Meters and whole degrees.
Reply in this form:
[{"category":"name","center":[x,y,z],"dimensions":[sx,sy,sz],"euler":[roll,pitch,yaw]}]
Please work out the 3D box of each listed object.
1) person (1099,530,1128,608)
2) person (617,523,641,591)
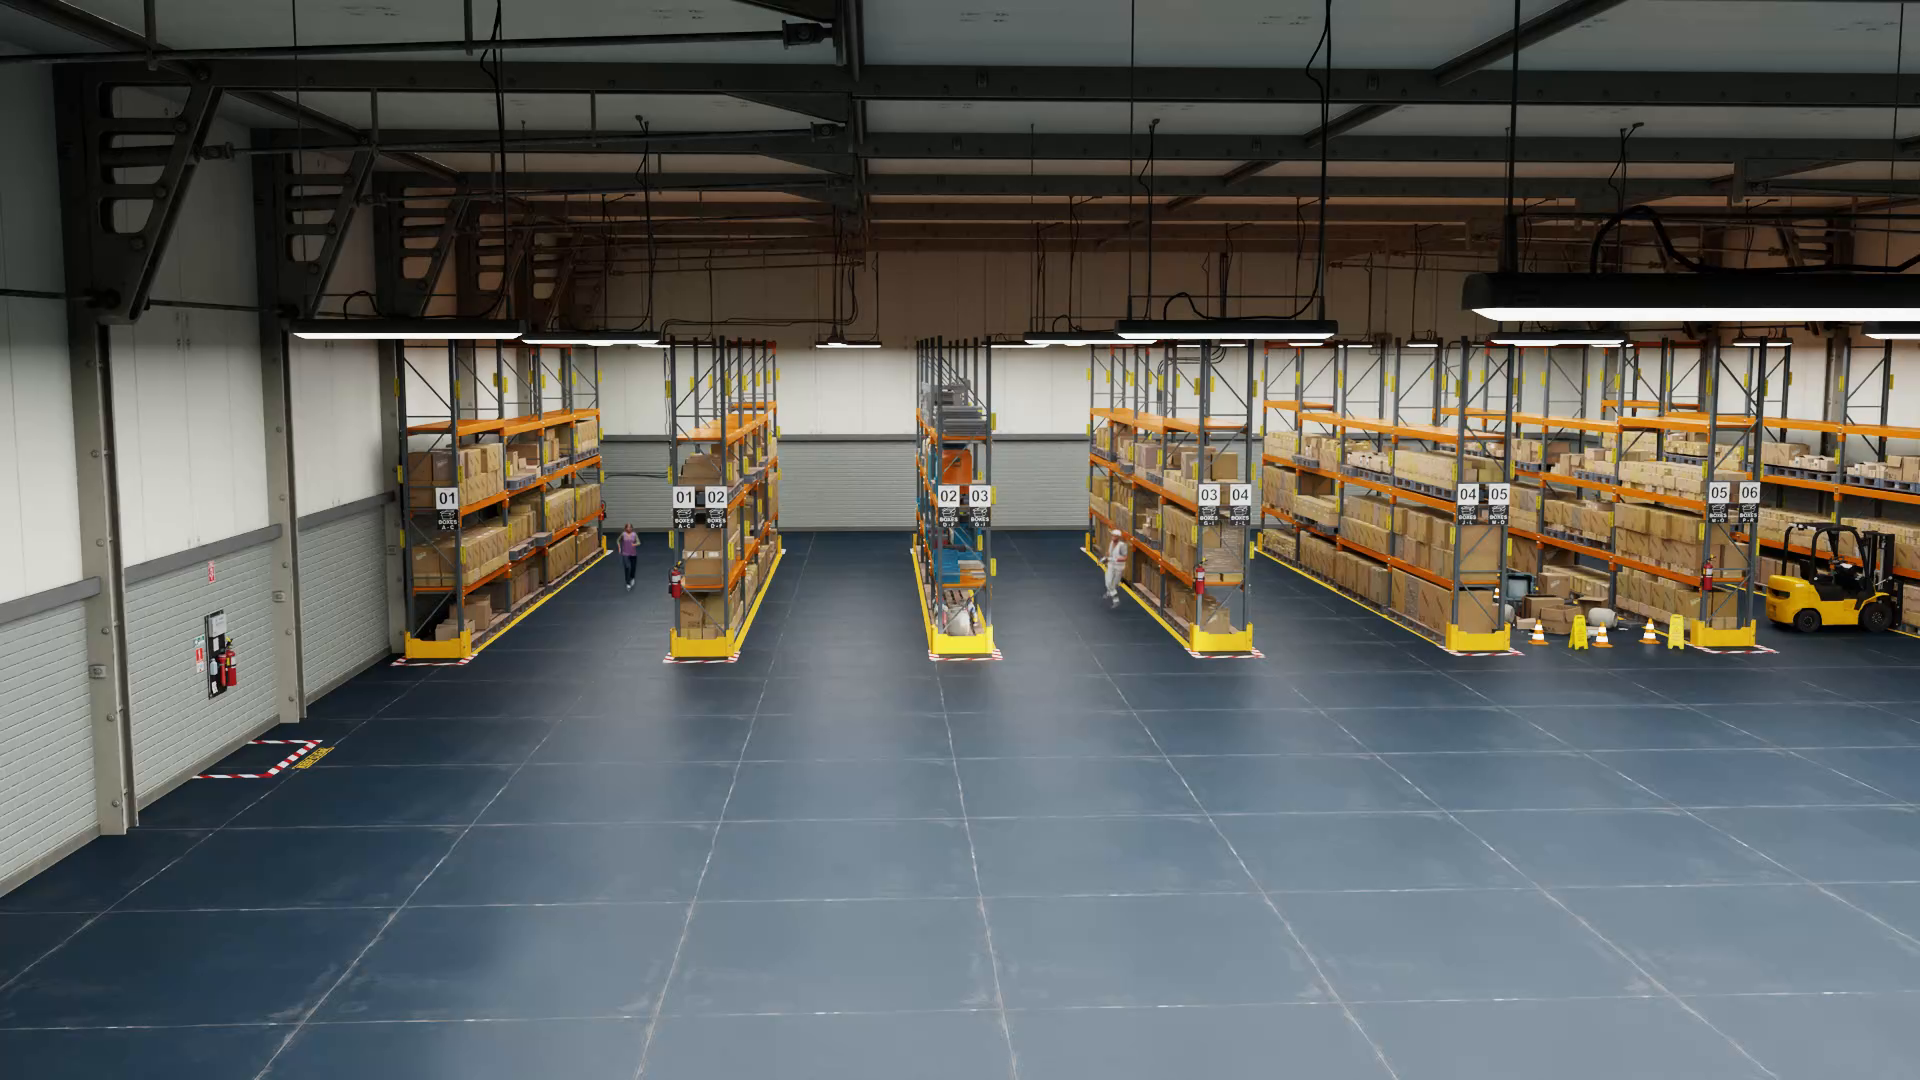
[{"category":"person","center":[3.412,0.614,36.662],"dimensions":[0.784,1.733,0.711],"euler":[4,8,31]},{"category":"person","center":[-7.948,0.373,39.951],"dimensions":[0.548,1.594,0.887],"euler":[-2,7,-14]}]
